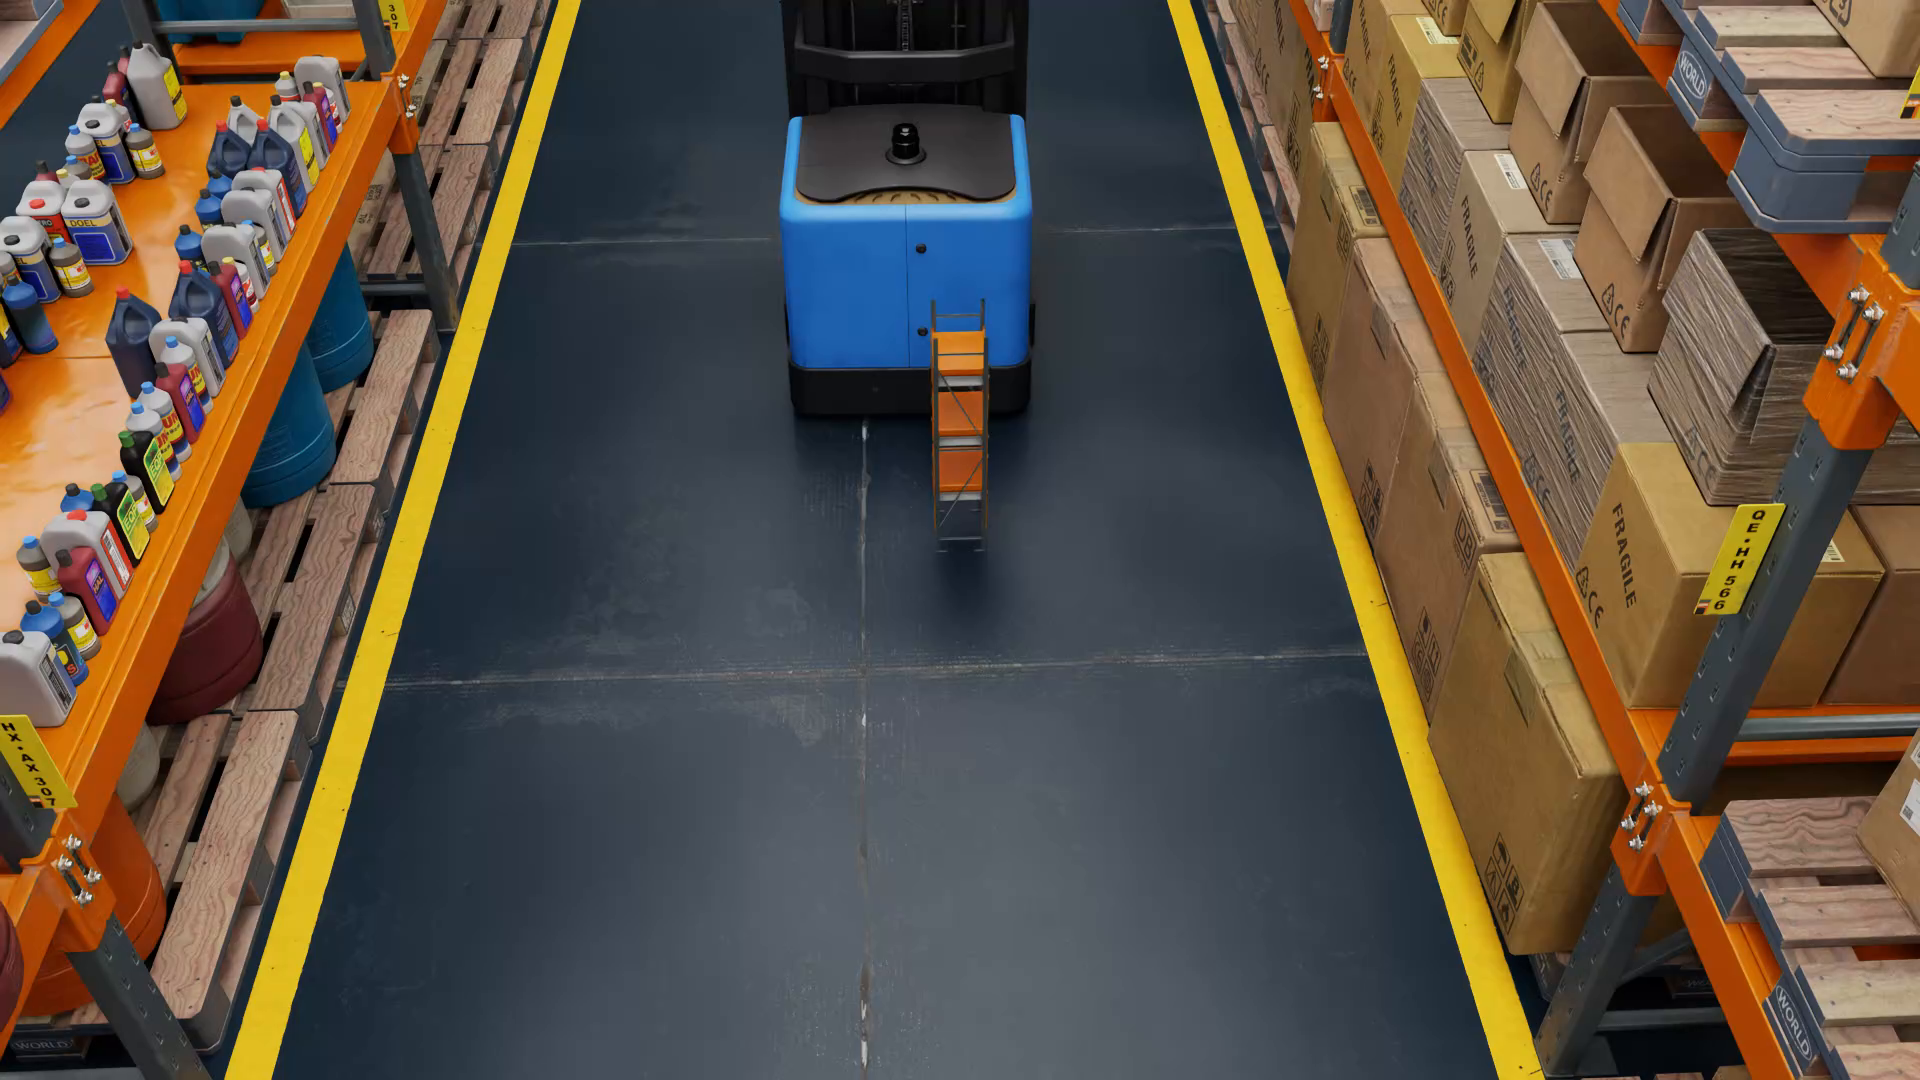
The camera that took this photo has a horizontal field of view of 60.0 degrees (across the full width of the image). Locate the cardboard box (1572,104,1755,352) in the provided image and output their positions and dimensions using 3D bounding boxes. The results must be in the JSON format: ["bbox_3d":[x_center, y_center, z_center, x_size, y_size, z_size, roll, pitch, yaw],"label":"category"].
[{"bbox_3d":[2.211,-0.886,4.681,0.797,0.503,0.637,-1,43,-1],"label":"cardboard box"}]

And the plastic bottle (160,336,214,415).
[{"bbox_3d":[-2.420,-0.516,5.188,0.097,0.271,0.097,0,43,0],"label":"plastic bottle"}]

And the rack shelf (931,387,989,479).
[{"bbox_3d":[-0.002,-0.415,6.442,0.215,0.259,0.240,-2,43,-2],"label":"rack shelf"}]

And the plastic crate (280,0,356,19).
[{"bbox_3d":[-2.745,-2.347,7.241,0.396,0.136,0.243,-2,43,-2],"label":"plastic crate"}]

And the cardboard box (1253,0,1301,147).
[{"bbox_3d":[2.094,-2.673,8.708,0.875,0.875,0.875,-2,43,-2],"label":"cardboard box"}]

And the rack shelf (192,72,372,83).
[{"bbox_3d":[-2.953,-3.242,8.493,0.831,0.071,3.687,-2,43,-2],"label":"rack shelf"}]

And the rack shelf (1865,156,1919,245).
[{"bbox_3d":[2.165,-1.808,4.671,0.919,0.124,3.809,-2,43,-2],"label":"rack shelf"}]

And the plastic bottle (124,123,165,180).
[{"bbox_3d":[-3.090,-1.476,6.288,0.097,0.201,0.097,0,43,0],"label":"plastic bottle"}]

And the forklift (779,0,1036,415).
[{"bbox_3d":[-0.245,-2.601,7.419,1.130,2.935,3.031,-1,43,-1],"label":"forklift"}]

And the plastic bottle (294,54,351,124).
[{"bbox_3d":[-2.528,-1.801,6.587,0.152,0.276,0.135,-2,43,-2],"label":"plastic bottle"}]

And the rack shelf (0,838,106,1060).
[{"bbox_3d":[-2.613,2.212,2.649,1.077,0.370,4.000,-2,43,-2],"label":"rack shelf"}]

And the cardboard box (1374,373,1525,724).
[{"bbox_3d":[2.212,0.014,5.776,1.225,0.875,0.875,-2,43,-2],"label":"cardboard box"}]

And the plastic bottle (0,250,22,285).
[{"bbox_3d":[-3.202,-0.872,5.577,0.097,0.271,0.097,0,43,0],"label":"plastic bottle"}]

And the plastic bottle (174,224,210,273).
[{"bbox_3d":[-2.600,-0.949,5.661,0.097,0.271,0.097,0,43,0],"label":"plastic bottle"}]

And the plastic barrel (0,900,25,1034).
[{"bbox_3d":[-2.376,0.851,3.501,0.600,0.536,0.708,-2,43,-2],"label":"plastic barrel"}]

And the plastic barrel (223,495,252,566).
[{"bbox_3d":[-2.897,-0.112,6.183,0.421,0.512,0.421,0,43,0],"label":"plastic barrel"}]

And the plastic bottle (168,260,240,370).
[{"bbox_3d":[-2.455,-0.731,5.364,0.144,0.351,0.185,-2,43,-2],"label":"plastic bottle"}]

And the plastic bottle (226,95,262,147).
[{"bbox_3d":[-2.646,-1.470,6.171,0.144,0.351,0.185,-2,43,-2],"label":"plastic bottle"}]

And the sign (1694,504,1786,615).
[{"bbox_3d":[1.696,0.046,3.623,0.100,0.325,0.005,-2,43,-2],"label":"sign"}]

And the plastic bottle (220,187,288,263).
[{"bbox_3d":[-2.486,-1.123,5.848,0.152,0.276,0.135,-2,43,-2],"label":"plastic bottle"}]

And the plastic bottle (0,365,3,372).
[{"bbox_3d":[-3.143,-0.610,5.281,0.061,0.283,0.133,-2,43,-2],"label":"plastic bottle"}]

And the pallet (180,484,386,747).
[{"bbox_3d":[-2.822,0.272,6.297,1.003,0.211,1.213,-2,43,-2],"label":"pallet"}]

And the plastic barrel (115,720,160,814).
[{"bbox_3d":[-2.849,0.650,5.351,0.421,0.512,0.421,0,43,0],"label":"plastic barrel"}]

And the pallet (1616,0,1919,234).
[{"bbox_3d":[2.170,-1.015,3.557,1.213,0.211,1.003,0,43,0],"label":"pallet"}]

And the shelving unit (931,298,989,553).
[{"bbox_3d":[-0.002,-0.423,6.435,0.215,1.050,0.252,-2,43,-2],"label":"shelving unit"}]

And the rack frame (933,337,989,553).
[{"bbox_3d":[0.003,-0.341,6.345,0.200,1.050,0.008,-2,43,-2],"label":"rack frame"}]

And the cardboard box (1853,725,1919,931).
[{"bbox_3d":[2.313,0.626,3.462,0.500,0.500,0.500,-6,43,-7],"label":"cardboard box"}]

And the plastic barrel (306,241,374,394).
[{"bbox_3d":[-2.862,-1.117,6.991,0.600,0.901,0.708,-2,43,-2],"label":"plastic barrel"}]

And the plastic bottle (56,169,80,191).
[{"bbox_3d":[-3.228,-1.250,6.040,0.097,0.201,0.097,0,43,0],"label":"plastic bottle"}]

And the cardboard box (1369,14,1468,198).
[{"bbox_3d":[1.873,-1.626,6.230,0.500,0.500,0.500,-2,43,-2],"label":"cardboard box"}]

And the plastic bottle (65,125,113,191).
[{"bbox_3d":[-3.236,-1.407,6.160,0.097,0.271,0.097,0,43,0],"label":"plastic bottle"}]

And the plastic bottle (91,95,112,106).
[{"bbox_3d":[-3.246,-1.564,6.331,0.097,0.271,0.097,0,43,0],"label":"plastic bottle"}]

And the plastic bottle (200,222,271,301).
[{"bbox_3d":[-2.476,-0.967,5.677,0.152,0.276,0.135,-2,43,-2],"label":"plastic bottle"}]

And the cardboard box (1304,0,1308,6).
[{"bbox_3d":[1.729,-2.524,7.470,0.380,0.149,0.250,-1,43,-1],"label":"cardboard box"}]

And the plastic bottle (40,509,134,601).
[{"bbox_3d":[-2.413,0.028,4.591,0.152,0.276,0.135,-2,43,-2],"label":"plastic bottle"}]

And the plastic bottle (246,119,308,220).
[{"bbox_3d":[-2.494,-1.350,6.039,0.144,0.351,0.185,-2,43,-2],"label":"plastic bottle"}]

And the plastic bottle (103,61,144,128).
[{"bbox_3d":[-3.273,-1.711,6.483,0.061,0.283,0.133,-2,43,-2],"label":"plastic bottle"}]

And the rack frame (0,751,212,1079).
[{"bbox_3d":[-2.695,0.596,3.879,0.949,2.616,0.053,-2,43,-2],"label":"rack frame"}]

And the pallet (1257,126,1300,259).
[{"bbox_3d":[2.126,-1.734,8.485,1.003,0.211,1.213,-2,43,-2],"label":"pallet"}]
